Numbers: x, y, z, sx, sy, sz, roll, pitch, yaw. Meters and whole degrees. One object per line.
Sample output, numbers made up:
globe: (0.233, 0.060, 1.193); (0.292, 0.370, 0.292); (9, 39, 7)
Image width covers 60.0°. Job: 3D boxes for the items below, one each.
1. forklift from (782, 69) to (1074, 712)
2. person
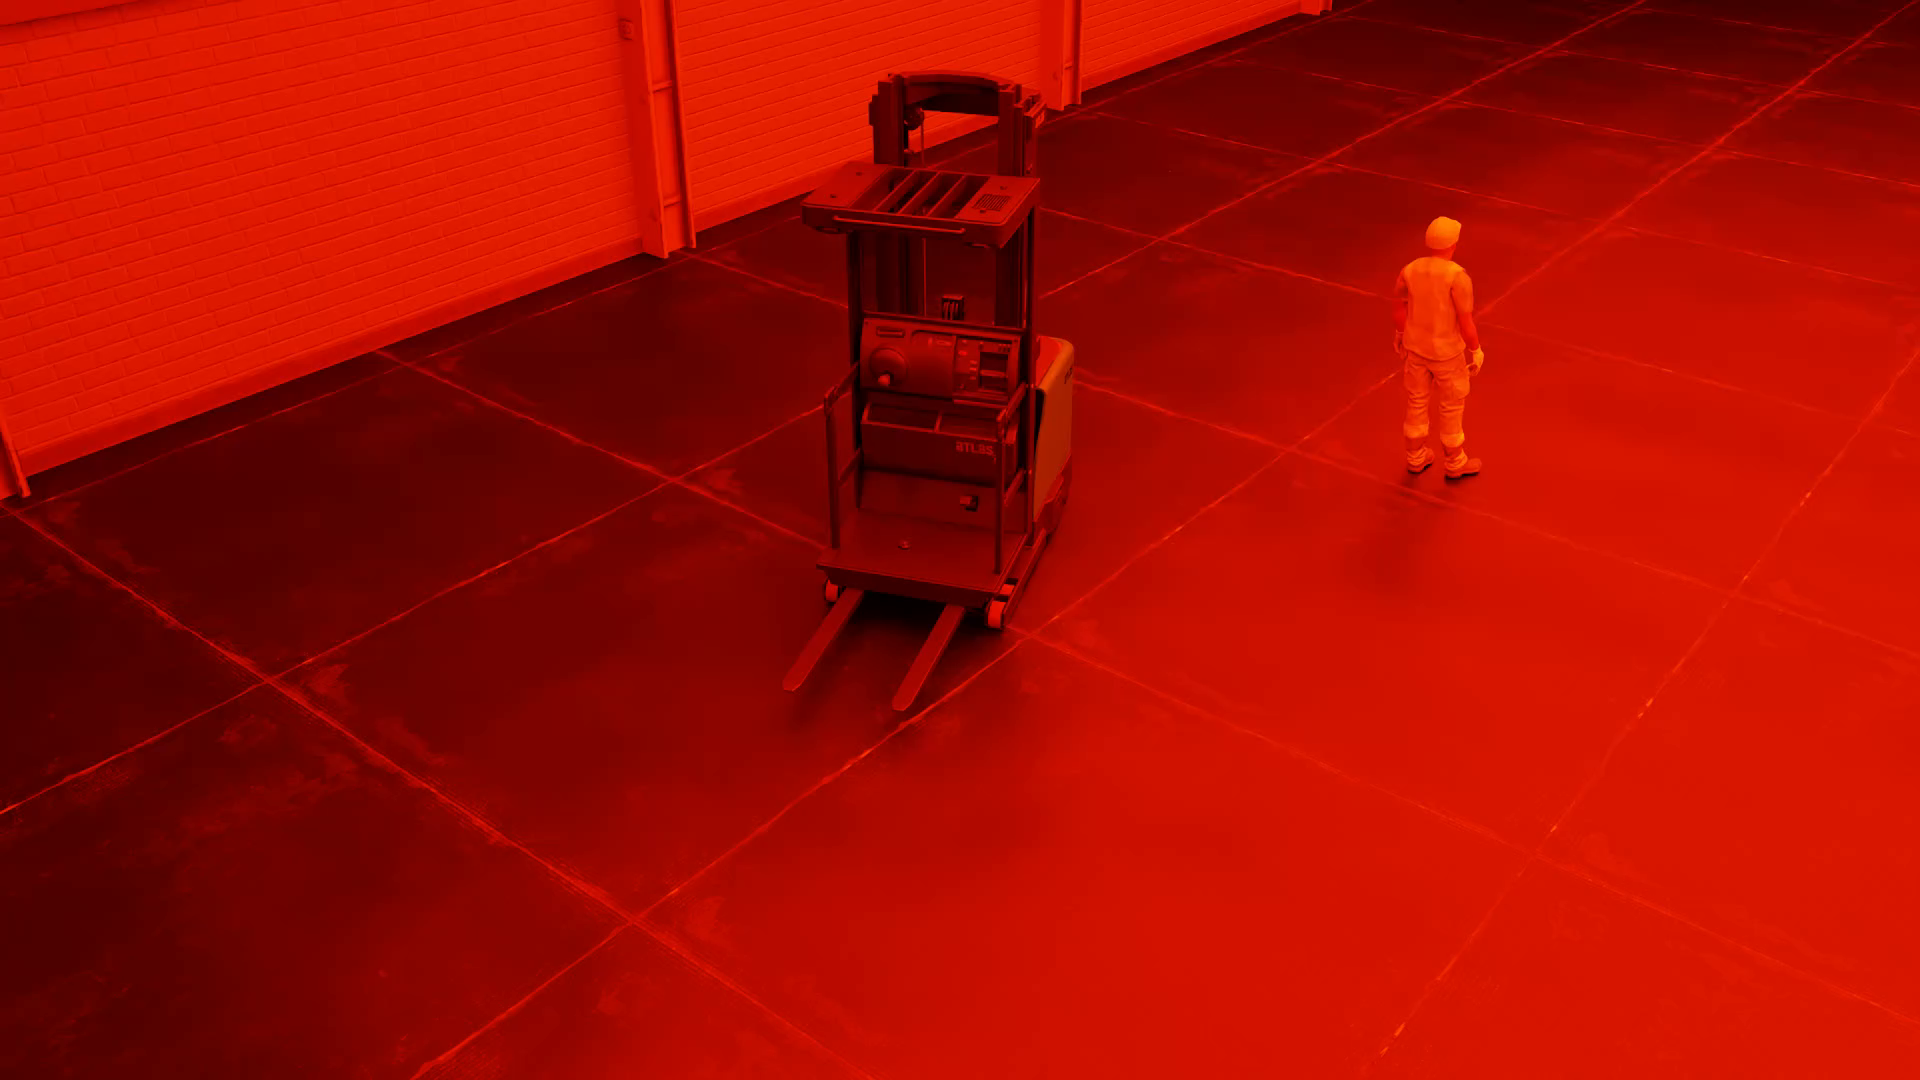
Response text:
forklift: (-0.176, -0.972, 9.258); (1.130, 2.935, 3.031); (9, 31, 14)
person: (3.159, -1.273, 10.892); (0.564, 1.787, 0.638); (-25, 38, -36)
